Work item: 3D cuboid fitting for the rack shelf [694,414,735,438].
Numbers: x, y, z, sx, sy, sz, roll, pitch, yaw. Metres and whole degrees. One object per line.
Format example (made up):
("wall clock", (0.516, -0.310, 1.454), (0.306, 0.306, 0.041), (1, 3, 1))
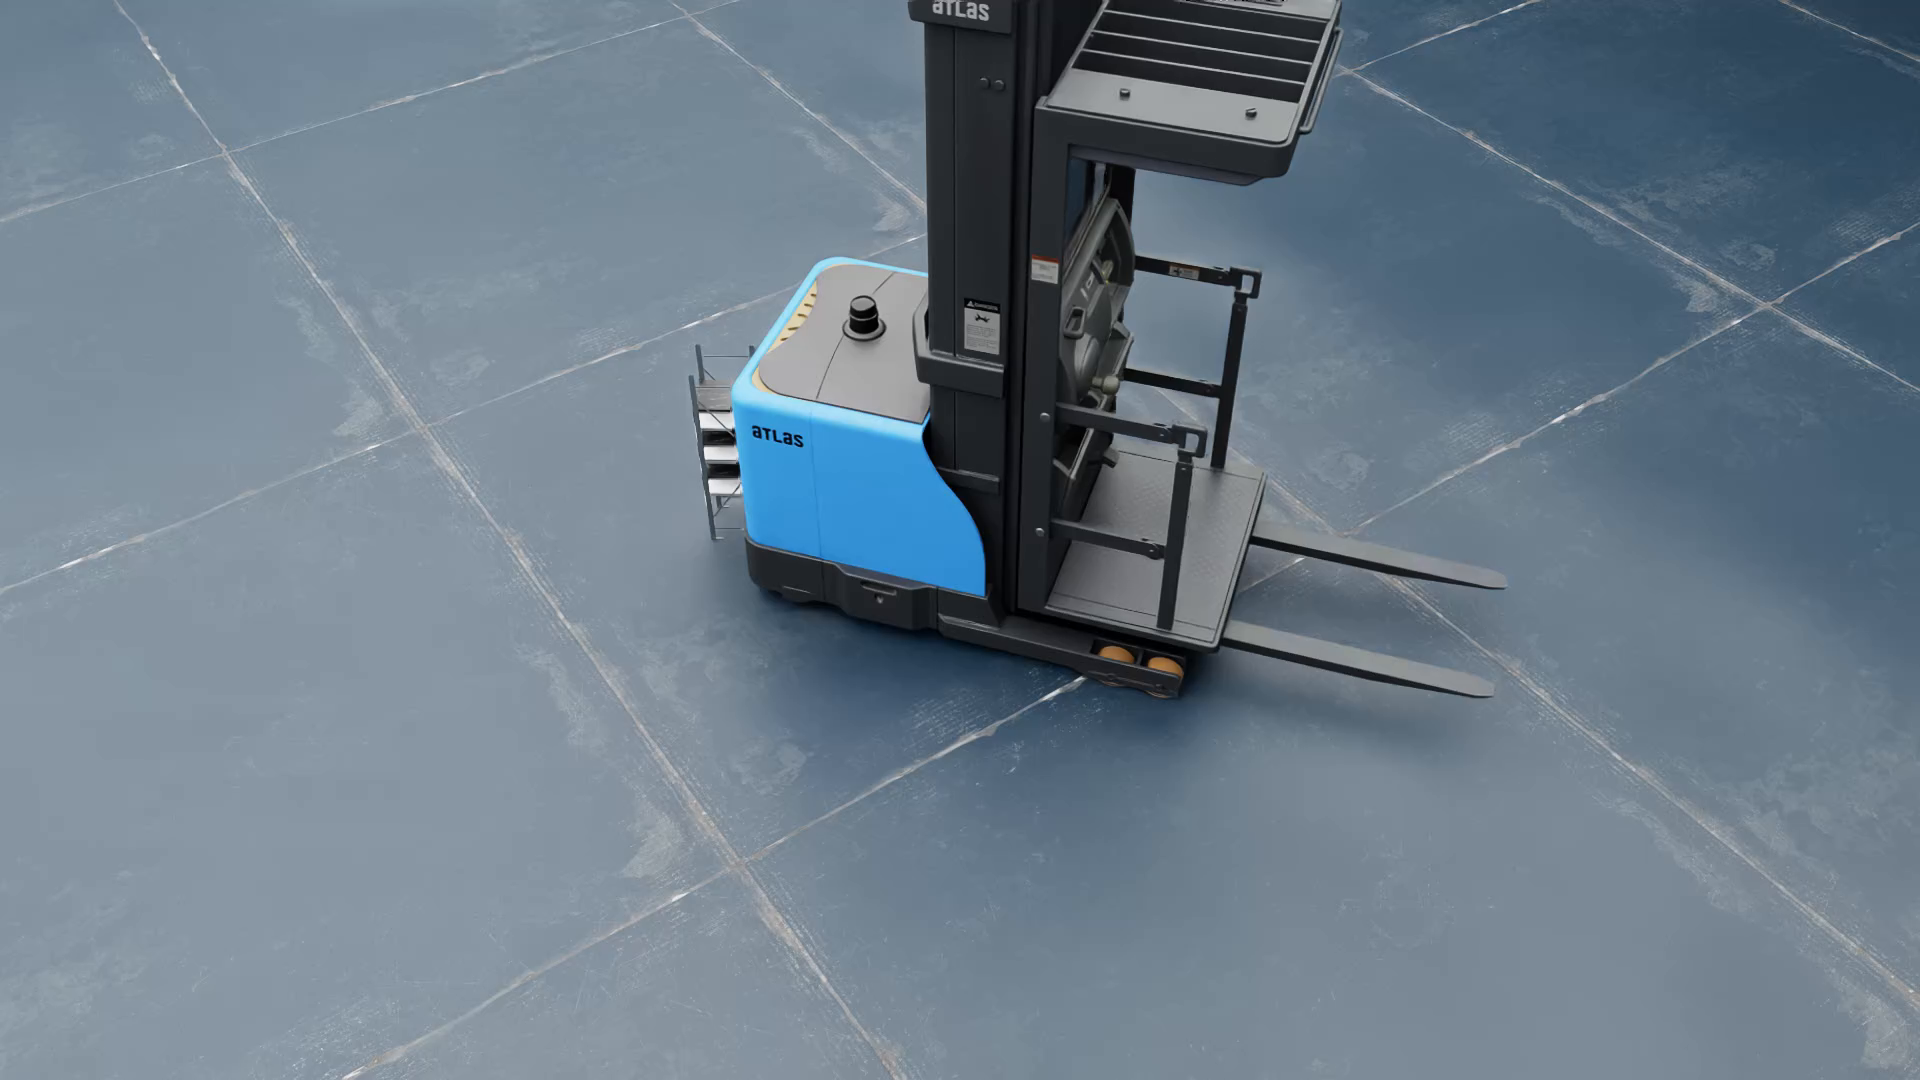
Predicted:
("rack shelf", (-0.961, -0.506, 6.907), (0.258, 0.077, 0.200), (1, 44, 1))

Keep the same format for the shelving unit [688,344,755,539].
("shelving unit", (-0.961, -0.400, 7.008), (0.258, 0.900, 0.210), (1, 44, 1))

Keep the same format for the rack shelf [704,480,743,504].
("rack shelf", (-0.961, -0.246, 7.156), (0.258, 0.077, 0.200), (1, 44, 1))

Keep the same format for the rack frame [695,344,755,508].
("rack frame", (-0.960, -0.470, 7.082), (0.240, 0.900, 0.006), (1, 44, 1))

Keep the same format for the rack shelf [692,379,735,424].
("rack shelf", (-0.961, -0.571, 6.845), (0.258, 0.077, 0.200), (1, 44, 1))

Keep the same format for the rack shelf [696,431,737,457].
("rack shelf", (-0.961, -0.441, 6.969), (0.258, 0.077, 0.200), (1, 44, 1))

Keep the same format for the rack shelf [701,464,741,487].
("rack shelf", (-0.961, -0.311, 7.094), (0.258, 0.077, 0.200), (1, 44, 1))

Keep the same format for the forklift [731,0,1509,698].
("forklift", (0.687, -0.849, 6.008), (3.031, 2.935, 1.130), (13, 45, 13))

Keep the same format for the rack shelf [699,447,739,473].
("rack shelf", (-0.961, -0.376, 7.031), (0.258, 0.077, 0.200), (1, 44, 1))

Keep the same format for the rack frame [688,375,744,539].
("rack frame", (-0.963, -0.330, 6.935), (0.240, 0.900, 0.006), (1, 44, 1))
